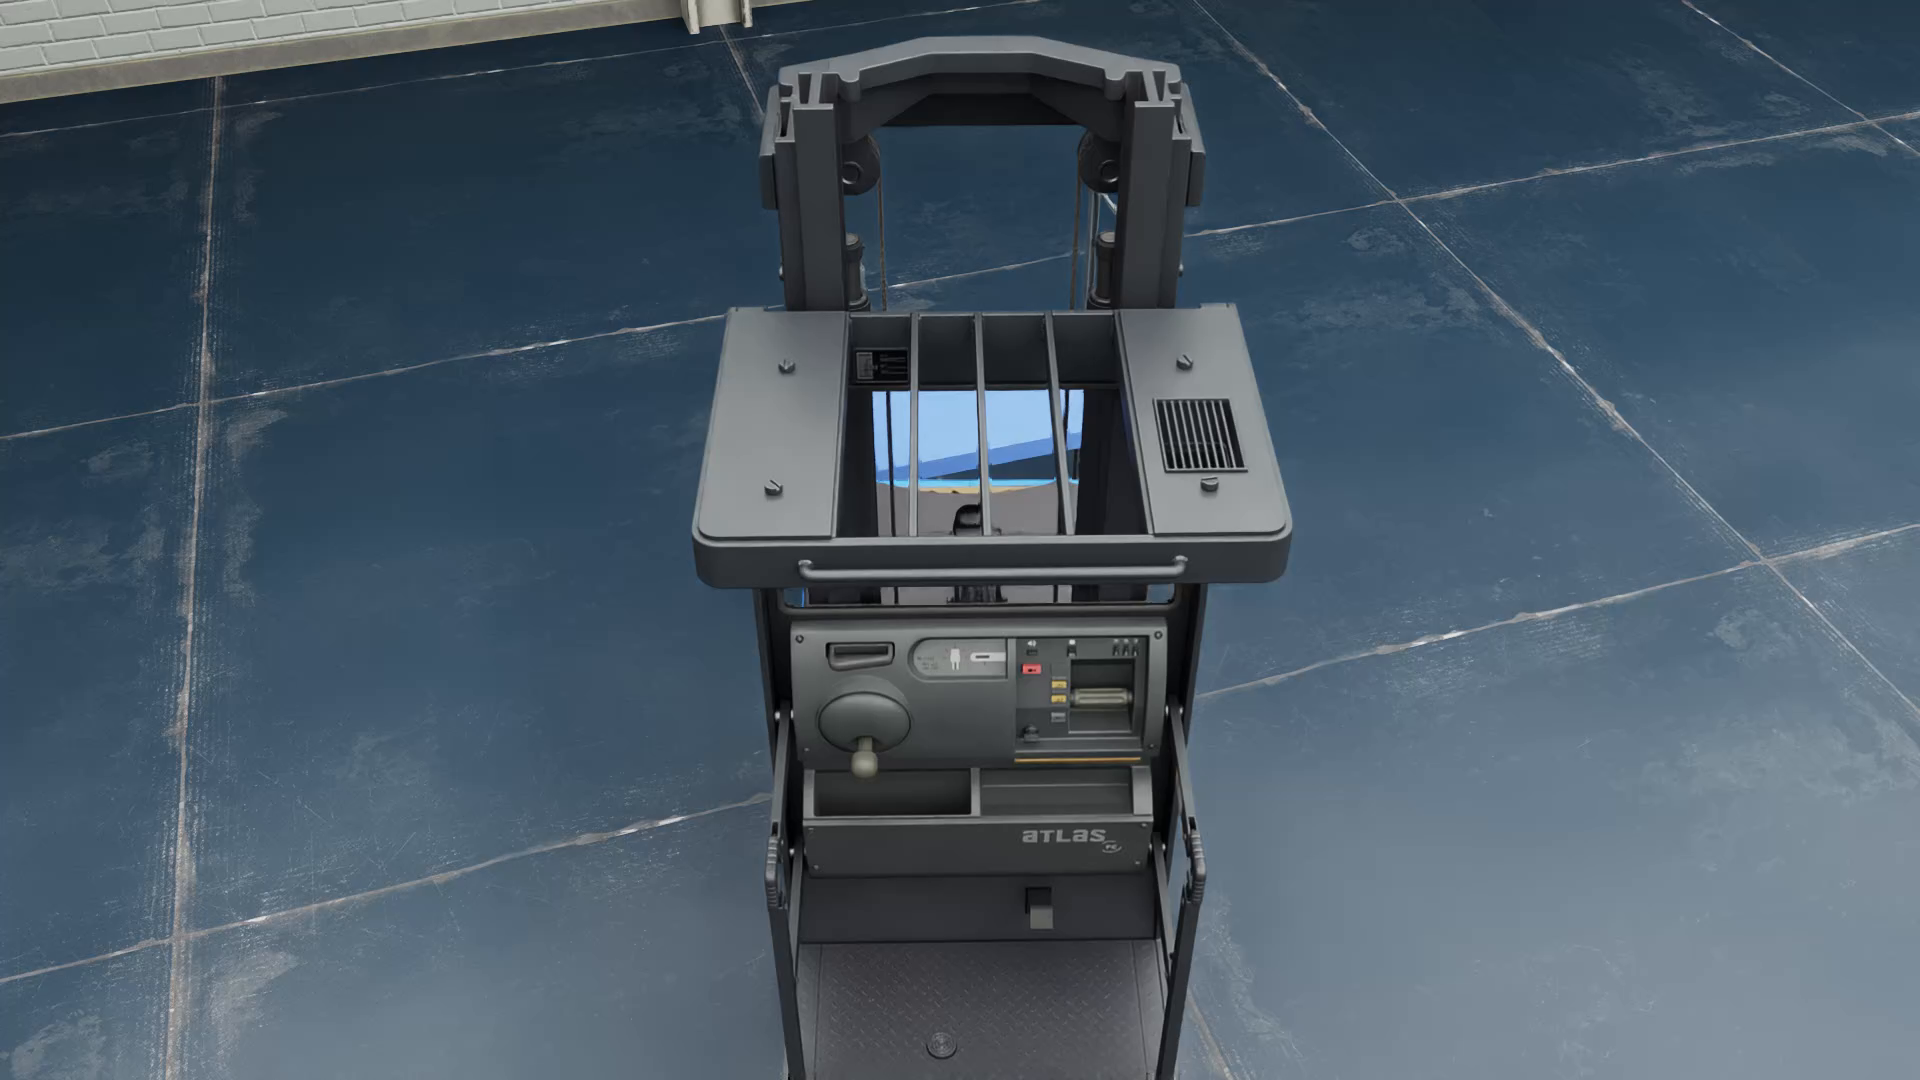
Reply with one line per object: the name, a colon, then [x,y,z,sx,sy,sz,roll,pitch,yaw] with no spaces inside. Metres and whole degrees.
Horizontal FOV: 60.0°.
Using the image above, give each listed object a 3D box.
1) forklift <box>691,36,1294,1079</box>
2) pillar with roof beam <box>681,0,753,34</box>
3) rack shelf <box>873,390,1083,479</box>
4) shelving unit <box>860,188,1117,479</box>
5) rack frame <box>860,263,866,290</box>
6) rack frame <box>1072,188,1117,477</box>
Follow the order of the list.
forklift: [0.053,0.473,3.981,1.130,2.935,3.031,-1,41,-1]
pillar with roof beam: [-0.242,-3.972,4.457,0.400,9.000,9.100,-12,42,-13]
rack shelf: [0.081,-0.446,6.394,1.000,0.185,0.538,-12,42,-13]
shelving unit: [0.081,-0.582,6.276,1.048,1.500,0.538,-12,42,-13]
rack frame: [-0.404,-0.481,6.161,0.032,1.500,0.500,-12,42,-13]
rack frame: [0.566,-0.682,6.391,0.032,1.500,0.500,-12,42,-13]
